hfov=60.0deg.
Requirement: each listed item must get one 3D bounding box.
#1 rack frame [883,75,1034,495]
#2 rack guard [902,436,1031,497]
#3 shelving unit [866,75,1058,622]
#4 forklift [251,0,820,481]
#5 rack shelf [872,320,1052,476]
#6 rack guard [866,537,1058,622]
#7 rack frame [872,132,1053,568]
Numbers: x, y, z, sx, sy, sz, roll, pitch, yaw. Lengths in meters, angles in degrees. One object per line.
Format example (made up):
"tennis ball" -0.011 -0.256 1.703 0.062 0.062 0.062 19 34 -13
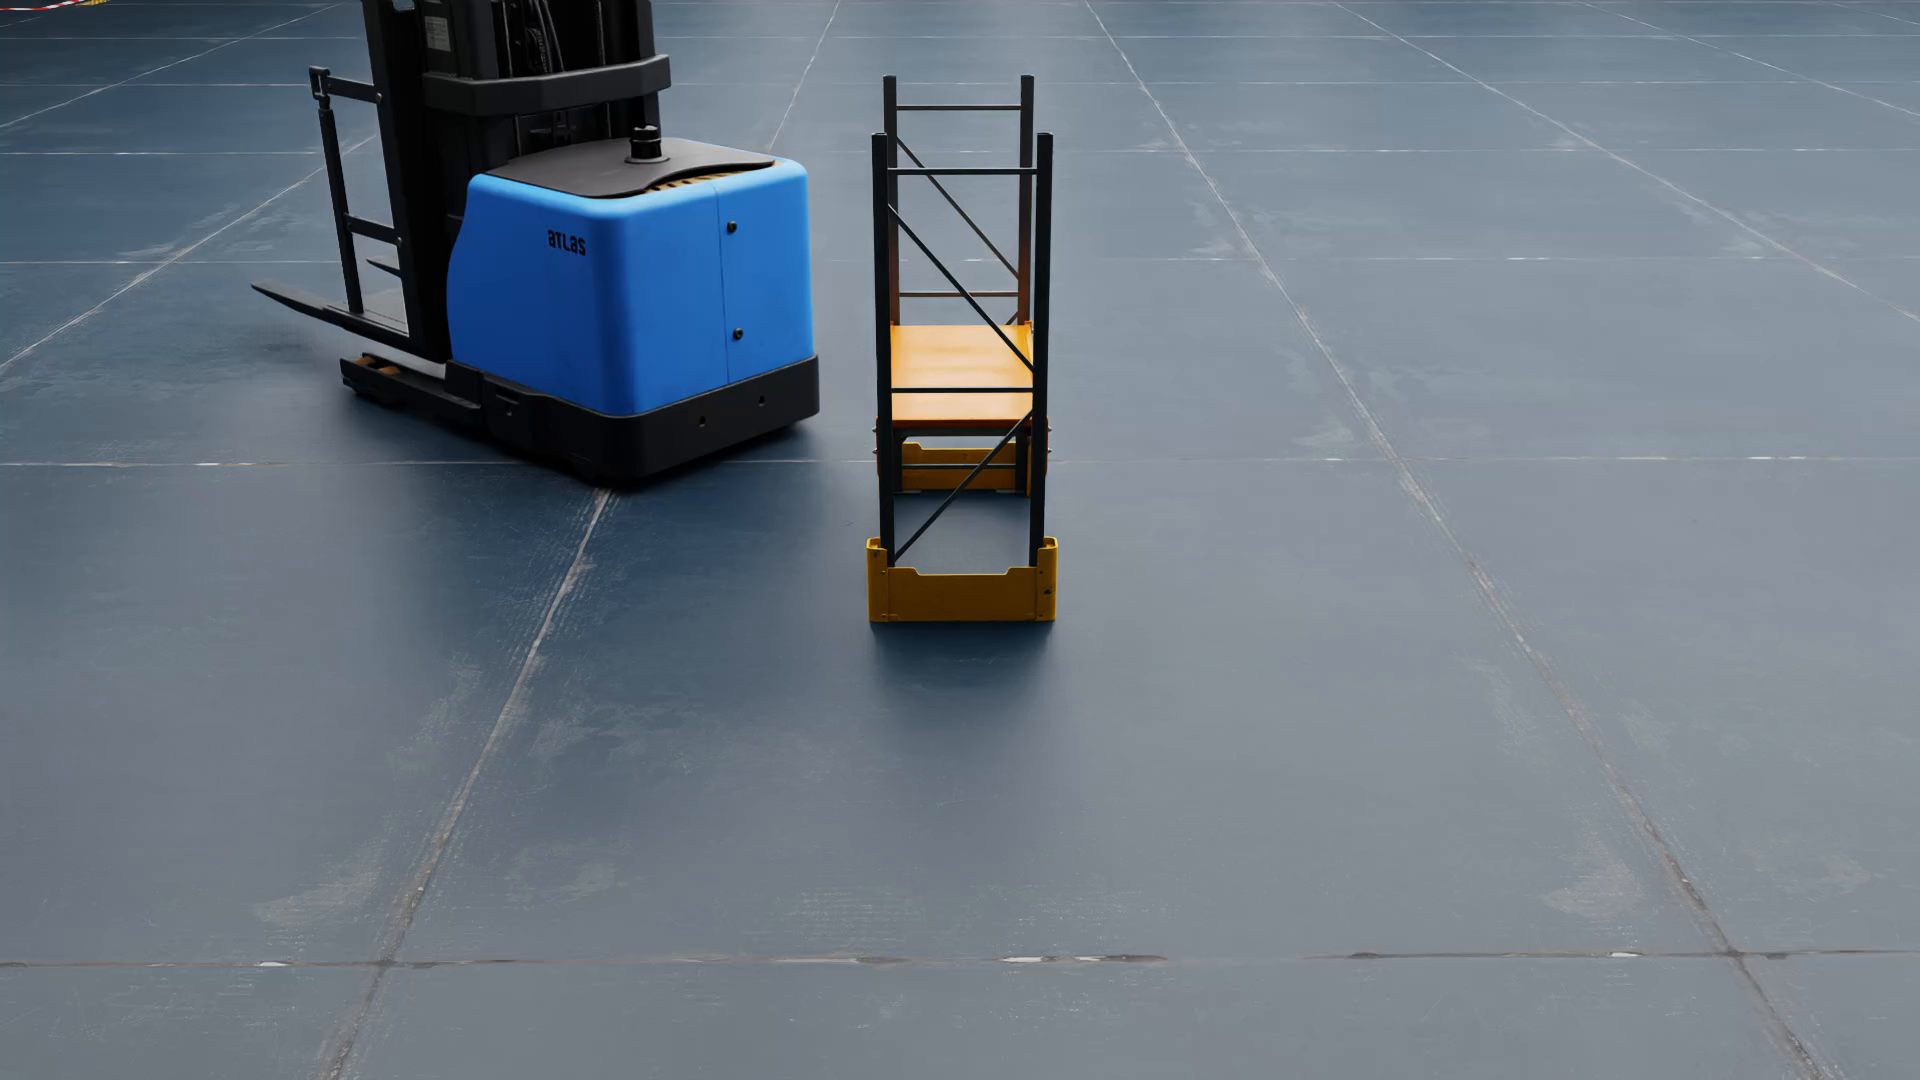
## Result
"rack frame" -0.005 -0.858 5.826 0.500 1.500 0.032 0 24 -1
"rack guard" -0.005 -0.288 6.083 0.587 0.250 0.087 0 24 -1
"shelving unit" 0.001 -0.652 5.371 0.587 1.500 1.083 0 24 -1
"forklift" -2.010 -2.045 6.715 3.031 2.935 1.130 20 31 37
"rack shelf" 0.001 -0.484 5.437 0.538 0.185 1.000 0 24 -1
"rack guard" 0.006 0.123 5.175 0.587 0.250 0.087 0 24 -1
"rack frame" 0.006 -0.439 4.900 0.500 1.500 0.032 0 24 -1
